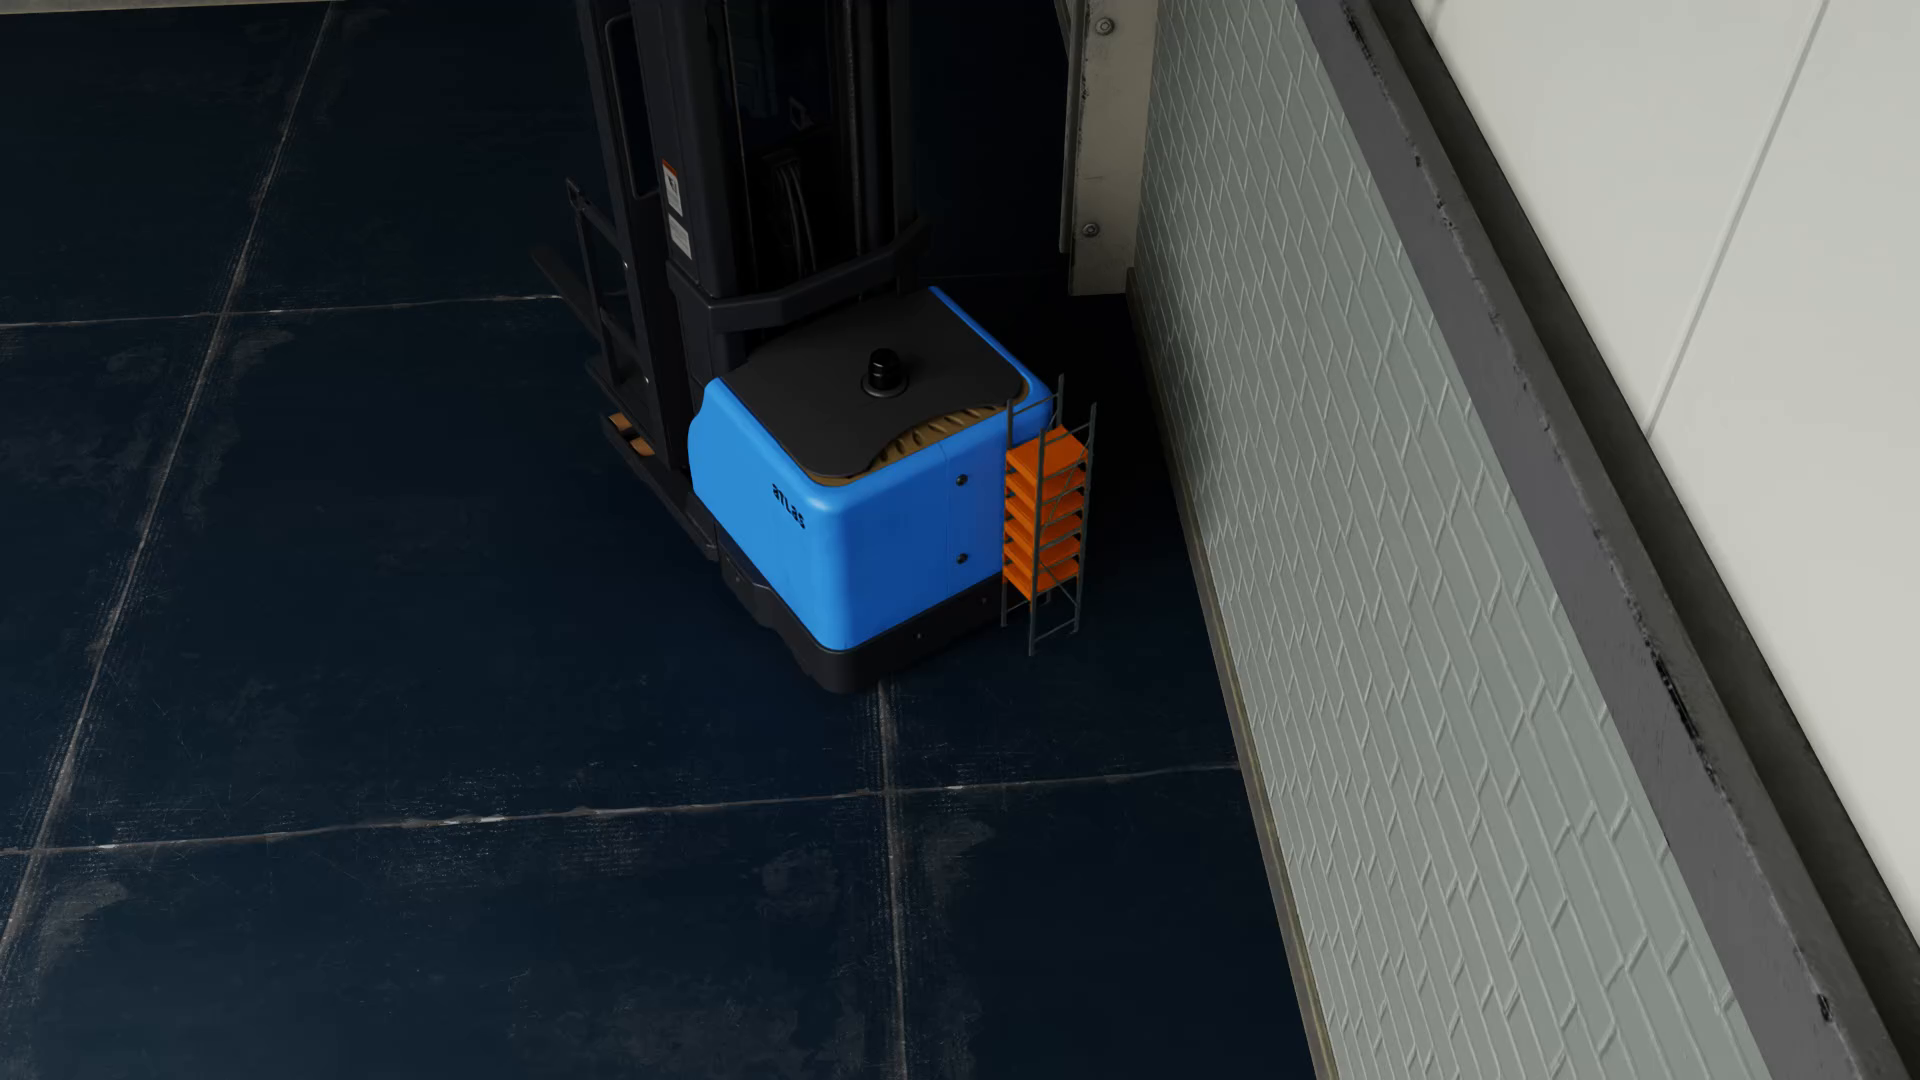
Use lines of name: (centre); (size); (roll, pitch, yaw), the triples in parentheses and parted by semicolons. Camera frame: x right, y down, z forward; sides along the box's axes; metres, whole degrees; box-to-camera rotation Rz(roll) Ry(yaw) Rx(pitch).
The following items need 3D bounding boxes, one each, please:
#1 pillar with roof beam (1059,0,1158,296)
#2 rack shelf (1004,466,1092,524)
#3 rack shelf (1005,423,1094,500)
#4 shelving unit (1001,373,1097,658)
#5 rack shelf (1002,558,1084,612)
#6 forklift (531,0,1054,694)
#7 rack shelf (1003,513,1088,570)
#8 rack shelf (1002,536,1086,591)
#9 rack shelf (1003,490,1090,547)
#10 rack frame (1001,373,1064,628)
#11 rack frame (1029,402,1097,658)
pillar with roof beam: (-3.627, -4.161, 4.629); (9.100, 9.000, 0.400); (-3, 47, -3)
rack shelf: (0.315, -0.196, 5.977); (0.258, 0.103, 0.180); (-27, 52, -23)
rack shelf: (0.315, -0.279, 5.890); (0.258, 0.103, 0.180); (-27, 52, -23)
shelving unit: (0.315, -0.062, 6.119); (0.258, 1.200, 0.189); (-27, 52, -23)
rack shelf: (0.315, 0.134, 6.325); (0.258, 0.103, 0.180); (-27, 52, -23)
forklift: (-0.901, -1.470, 6.260); (1.130, 2.935, 3.031); (-27, 52, -23)
rack shelf: (0.315, -0.031, 6.151); (0.258, 0.103, 0.180); (-27, 52, -23)
rack shelf: (0.315, 0.051, 6.238); (0.258, 0.103, 0.180); (-27, 52, -23)
rack shelf: (0.315, -0.114, 6.064); (0.258, 0.103, 0.180); (-27, 52, -23)
rack frame: (0.263, -0.116, 6.170); (0.240, 1.200, 0.006); (-27, 52, -23)
rack frame: (0.367, -0.007, 6.067); (0.240, 1.200, 0.006); (-27, 52, -23)
